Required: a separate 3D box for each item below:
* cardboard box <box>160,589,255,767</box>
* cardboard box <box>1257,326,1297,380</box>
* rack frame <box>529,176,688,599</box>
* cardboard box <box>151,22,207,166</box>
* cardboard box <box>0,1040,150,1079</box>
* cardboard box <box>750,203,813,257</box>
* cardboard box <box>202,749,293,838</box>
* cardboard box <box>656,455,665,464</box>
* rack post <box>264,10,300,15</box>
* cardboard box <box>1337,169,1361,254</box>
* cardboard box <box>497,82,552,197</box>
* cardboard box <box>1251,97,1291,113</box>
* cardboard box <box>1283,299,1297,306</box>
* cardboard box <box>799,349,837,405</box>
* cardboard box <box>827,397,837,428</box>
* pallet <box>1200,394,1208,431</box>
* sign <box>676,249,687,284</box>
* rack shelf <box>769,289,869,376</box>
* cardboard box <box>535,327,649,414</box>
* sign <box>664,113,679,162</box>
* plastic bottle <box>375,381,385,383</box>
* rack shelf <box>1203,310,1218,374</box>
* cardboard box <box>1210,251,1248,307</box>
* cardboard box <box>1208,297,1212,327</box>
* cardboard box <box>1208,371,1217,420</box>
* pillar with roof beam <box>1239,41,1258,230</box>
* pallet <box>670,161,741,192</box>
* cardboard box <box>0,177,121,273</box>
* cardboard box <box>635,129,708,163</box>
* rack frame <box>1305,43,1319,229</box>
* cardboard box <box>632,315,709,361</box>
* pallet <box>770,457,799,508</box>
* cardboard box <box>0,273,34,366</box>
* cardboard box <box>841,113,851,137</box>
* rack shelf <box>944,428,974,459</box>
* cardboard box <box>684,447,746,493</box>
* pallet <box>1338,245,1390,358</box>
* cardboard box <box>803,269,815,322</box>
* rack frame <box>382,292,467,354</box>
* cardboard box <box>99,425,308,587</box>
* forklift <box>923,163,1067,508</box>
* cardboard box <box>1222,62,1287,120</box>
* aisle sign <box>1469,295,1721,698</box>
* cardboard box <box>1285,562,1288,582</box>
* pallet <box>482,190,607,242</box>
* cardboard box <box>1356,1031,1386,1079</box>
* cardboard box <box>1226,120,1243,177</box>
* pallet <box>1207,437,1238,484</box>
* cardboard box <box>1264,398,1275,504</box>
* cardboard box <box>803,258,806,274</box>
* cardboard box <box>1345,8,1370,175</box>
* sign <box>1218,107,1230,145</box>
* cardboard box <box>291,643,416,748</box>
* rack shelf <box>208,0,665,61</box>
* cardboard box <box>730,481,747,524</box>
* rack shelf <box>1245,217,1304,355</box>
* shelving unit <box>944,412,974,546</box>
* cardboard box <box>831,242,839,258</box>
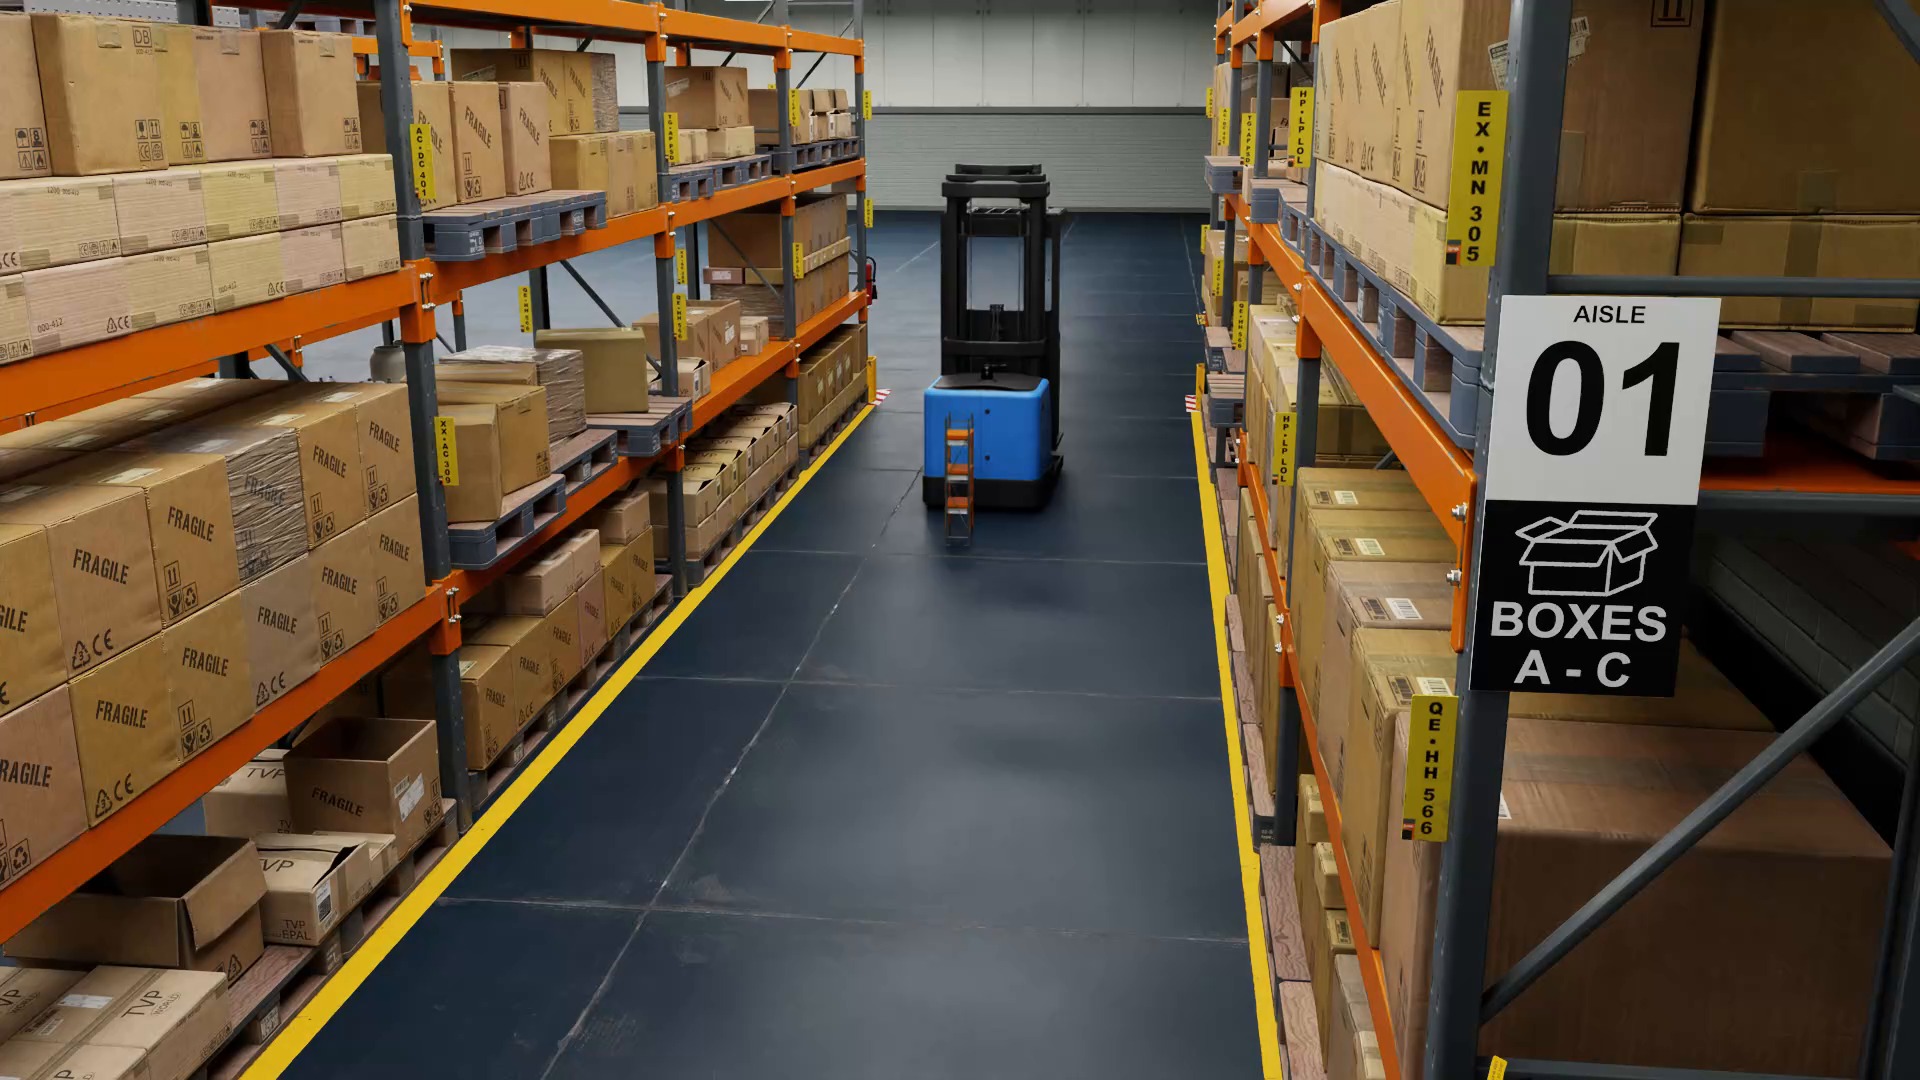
[{"bbox_3d":[-2.918,0.477,5.959,0.500,0.500,0.500,2,15,7],"label":"cardboard box"},{"bbox_3d":[2.005,-1.088,9.702,0.500,0.250,0.500,2,15,7],"label":"cardboard box"},{"bbox_3d":[-2.498,-1.048,11.793,1.000,3.000,0.127,2,15,6],"label":"rack frame"},{"bbox_3d":[-3.214,-1.607,6.006,0.700,0.500,0.500,2,15,6],"label":"cardboard box"},{"bbox_3d":[-3.001,1.879,5.391,0.500,0.250,0.500,2,15,6],"label":"cardboard box"},{"bbox_3d":[-1.890,-3.137,16.839,0.700,0.500,0.500,2,15,6],"label":"cardboard box"},{"bbox_3d":[-3.211,1.177,7.871,0.500,0.311,0.500,2,15,6],"label":"cardboard box"},{"bbox_3d":[-2.571,-0.603,13.536,0.500,0.311,0.500,2,15,6],"label":"cardboard box"},{"bbox_3d":[-6.704,-5.626,17.374,0.937,0.300,0.954,1,15,5],"label":"rack post"},{"bbox_3d":[1.511,-1.056,5.366,0.500,0.250,0.500,1,15,5],"label":"cardboard box"},{"bbox_3d":[-2.671,-2.233,9.239,0.600,0.600,0.600,1,15,4],"label":"cardboard box"},{"bbox_3d":[2.735,-3.501,14.119,0.500,0.500,0.500,4,16,14],"label":"cardboard box"},{"bbox_3d":[2.434,-1.568,11.436,0.380,0.149,0.250,0,15,-1],"label":"cardboard box"},{"bbox_3d":[-1.570,-1.694,17.206,0.500,0.500,0.500,2,15,6],"label":"cardboard box"},{"bbox_3d":[-1.570,-1.332,17.304,0.500,0.250,0.500,2,15,6],"label":"cardboard box"},{"bbox_3d":[3.192,-1.403,18.446,1.003,0.211,1.213,2,15,6],"label":"pallet"},{"bbox_3d":[-2.598,-2.558,15.565,0.100,0.325,0.005,2,15,6],"label":"sign"},{"bbox_3d":[-1.821,-2.257,17.642,1.077,0.370,4.000,2,15,6],"label":"rack shelf"},{"bbox_3d":[-2.457,-1.133,11.109,0.700,0.500,0.500,-3,16,-13],"label":"cardboard box"},{"bbox_3d":[-1.959,-2.730,11.273,0.100,0.325,0.005,2,15,6],"label":"sign"},{"bbox_3d":[-6.344,-1.614,18.259,0.152,0.276,0.135,2,15,7],"label":"plastic bottle"},{"bbox_3d":[3.102,-2.112,17.106,1.077,0.370,4.000,2,15,6],"label":"rack shelf"},{"bbox_3d":[2.673,-2.502,15.979,0.500,0.500,0.500,2,15,6],"label":"cardboard box"},{"bbox_3d":[2.734,-2.270,16.559,0.500,0.250,0.500,2,15,6],"label":"cardboard box"},{"bbox_3d":[2.963,-1.471,17.300,0.700,0.500,0.500,1,15,3],"label":"cardboard box"},{"bbox_3d":[1.862,-10.463,35.116,9.100,9.000,0.400,2,15,6],"label":"pillar with roof beam"},{"bbox_3d":[-2.387,-2.874,13.160,1.003,0.211,1.213,2,15,9],"label":"pallet"},{"bbox_3d":[-2.970,-0.975,5.106,0.500,0.250,0.500,2,15,6],"label":"cardboard box"},{"bbox_3d":[-2.323,-3.170,13.376,0.500,0.250,0.500,0,15,2],"label":"cardboard box"},{"bbox_3d":[1.973,-2.762,6.637,1.000,3.000,0.127,2,15,6],"label":"rack frame"},{"bbox_3d":[-2.325,-1.532,13.391,0.500,0.500,0.500,1,15,3],"label":"cardboard box"},{"bbox_3d":[-2.091,-0.548,15.283,1.003,0.211,1.213,2,15,6],"label":"pallet"},{"bbox_3d":[-3.021,-0.604,4.691,0.500,0.250,0.500,2,15,6],"label":"cardboard box"},{"bbox_3d":[-1.463,-4.463,17.888,0.500,0.250,0.500,2,15,6],"label":"cardboard box"},{"bbox_3d":[-0.006,-0.757,13.402,0.215,0.259,0.240,2,15,6],"label":"rack shelf"},{"bbox_3d":[-2.036,-0.590,13.488,0.500,0.311,0.500,1,15,5],"label":"cardboard box"},{"bbox_3d":[1.730,-0.744,5.090,1.003,0.211,1.213,2,15,6],"label":"pallet"},{"bbox_3d":[-1.889,-2.516,17.030,0.700,0.500,0.500,2,15,7],"label":"cardboard box"},{"bbox_3d":[-6.516,-3.270,20.009,1.000,3.000,0.127,2,15,6],"label":"rack frame"},{"bbox_3d":[-2.861,-0.140,6.324,0.500,0.500,0.500,2,15,7],"label":"cardboard box"},{"bbox_3d":[0.404,-2.034,15.569,1.130,2.935,3.031,2,15,8],"label":"forklift"},{"bbox_3d":[2.663,-4.067,15.066,0.500,0.500,0.500,0,15,1],"label":"cardboard box"},{"bbox_3d":[1.216,-0.074,3.208,0.394,0.787,0.004,2,15,6],"label":"aisle sign"},{"bbox_3d":[1.730,0.150,7.806,0.380,0.149,0.250,2,15,7],"label":"cardboard box"},{"bbox_3d":[-2.692,-1.804,9.202,1.213,0.211,1.003,2,15,6],"label":"pallet"},{"bbox_3d":[1.363,1.573,4.841,0.380,0.149,0.250,2,15,8],"label":"cardboard box"},{"bbox_3d":[2.688,-3.586,15.200,0.500,0.500,0.500,2,15,8],"label":"cardboard box"},{"bbox_3d":[2.917,-0.770,16.106,1.003,0.211,1.213,2,15,6],"label":"pallet"},{"bbox_3d":[1.888,-0.457,8.807,0.500,0.500,0.500,2,15,6],"label":"cardboard box"},{"bbox_3d":[-1.740,-2.711,16.509,0.380,0.149,0.250,2,15,6],"label":"cardboard box"},{"bbox_3d":[1.512,-1.416,5.261,0.500,0.500,0.500,2,15,7],"label":"cardboard box"},{"bbox_3d":[2.336,-3.653,14.686,0.100,0.325,0.005,2,15,6],"label":"sign"},{"bbox_3d":[-3.178,0.847,8.730,0.500,0.500,0.500,2,15,6],"label":"cardboard box"},{"bbox_3d":[-2.723,-2.885,9.238,1.077,0.370,4.000,2,15,6],"label":"rack shelf"},{"bbox_3d":[-2.038,-0.316,13.549,0.500,0.250,0.500,1,15,5],"label":"cardboard box"},{"bbox_3d":[2.199,-1.486,9.041,1.077,0.370,4.000,2,15,6],"label":"rack shelf"},{"bbox_3d":[-0.006,-0.493,13.474,0.215,1.050,0.252,2,15,6],"label":"shelving unit"},{"bbox_3d":[-1.536,-3.181,18.244,0.380,0.149,0.250,2,15,7],"label":"cardboard box"}]
